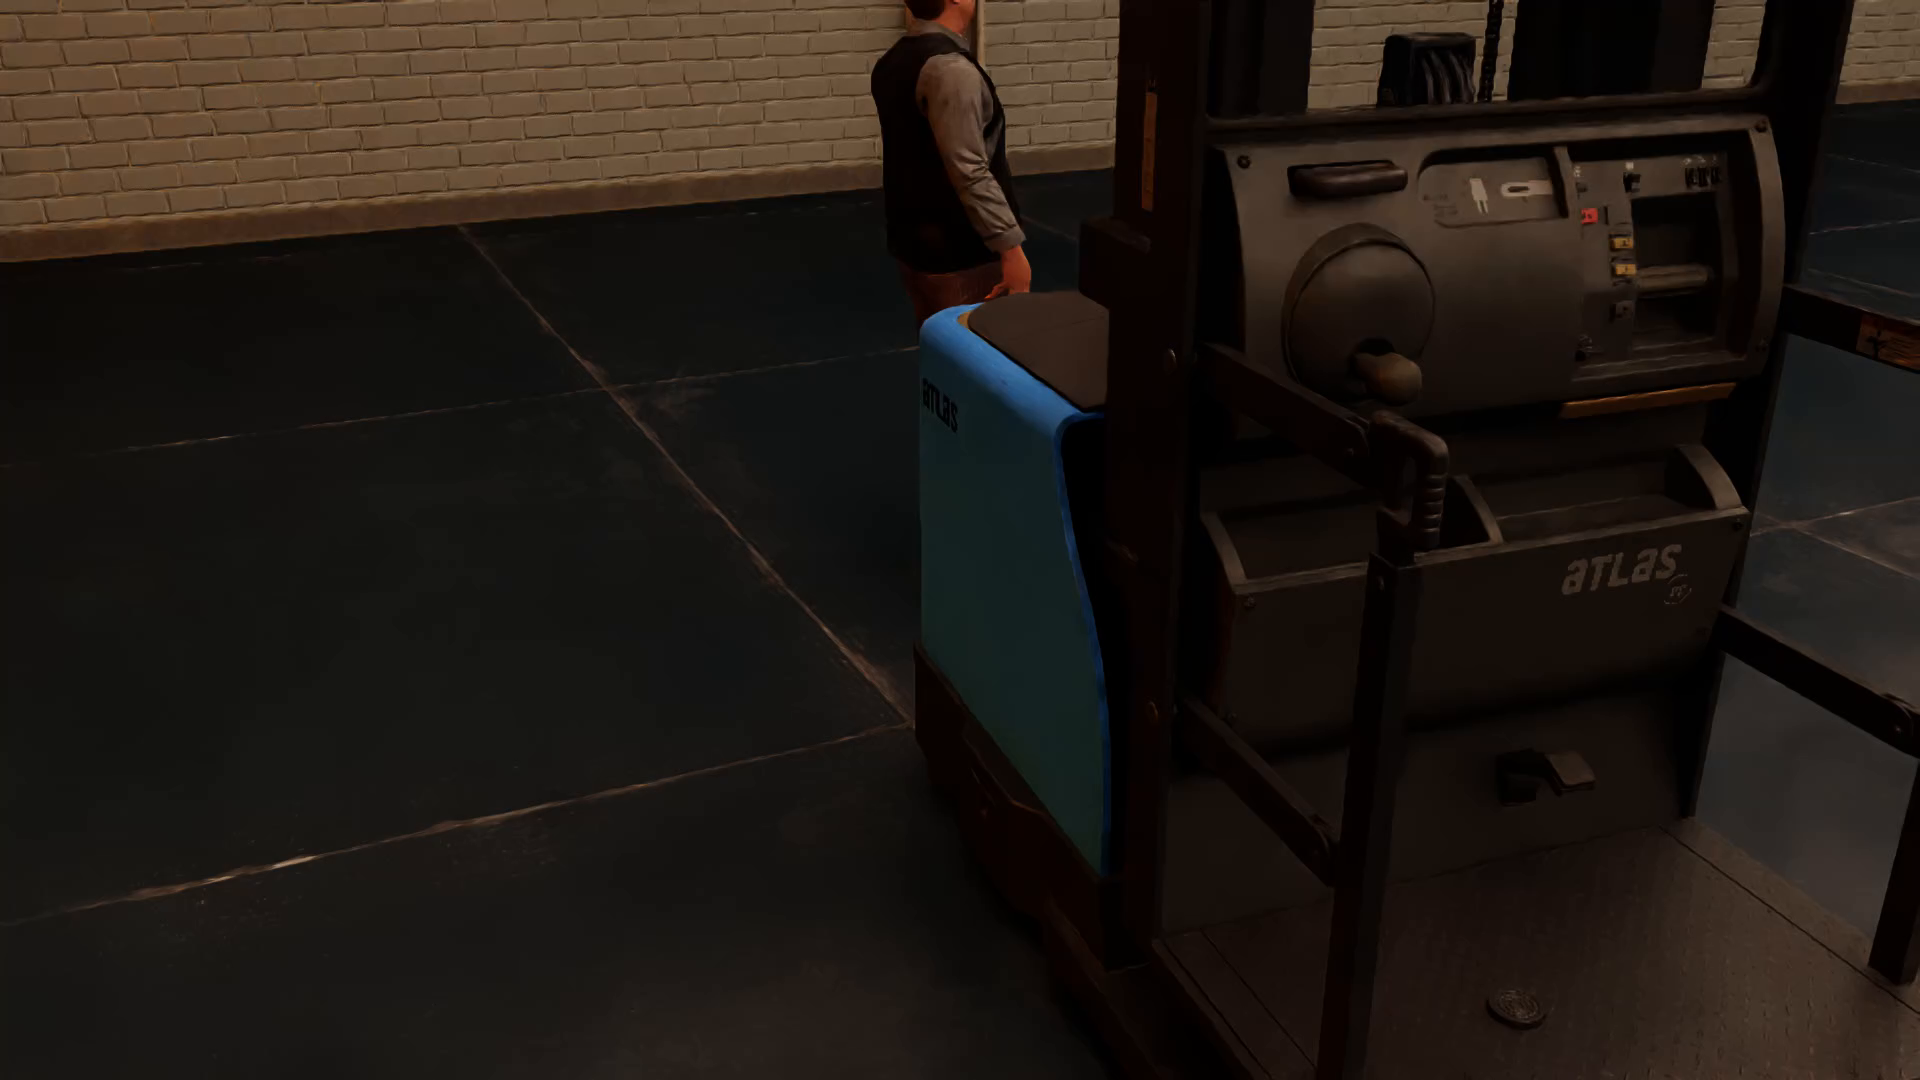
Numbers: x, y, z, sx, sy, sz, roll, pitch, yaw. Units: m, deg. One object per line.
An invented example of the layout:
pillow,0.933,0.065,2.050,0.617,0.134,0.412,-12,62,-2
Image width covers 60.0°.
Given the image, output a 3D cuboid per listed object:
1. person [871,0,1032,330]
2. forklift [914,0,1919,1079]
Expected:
person,0.060,-0.809,4.791,0.567,1.720,0.632,-10,25,-23
forklift,0.878,-0.384,2.210,1.130,2.935,3.031,-8,24,-18
